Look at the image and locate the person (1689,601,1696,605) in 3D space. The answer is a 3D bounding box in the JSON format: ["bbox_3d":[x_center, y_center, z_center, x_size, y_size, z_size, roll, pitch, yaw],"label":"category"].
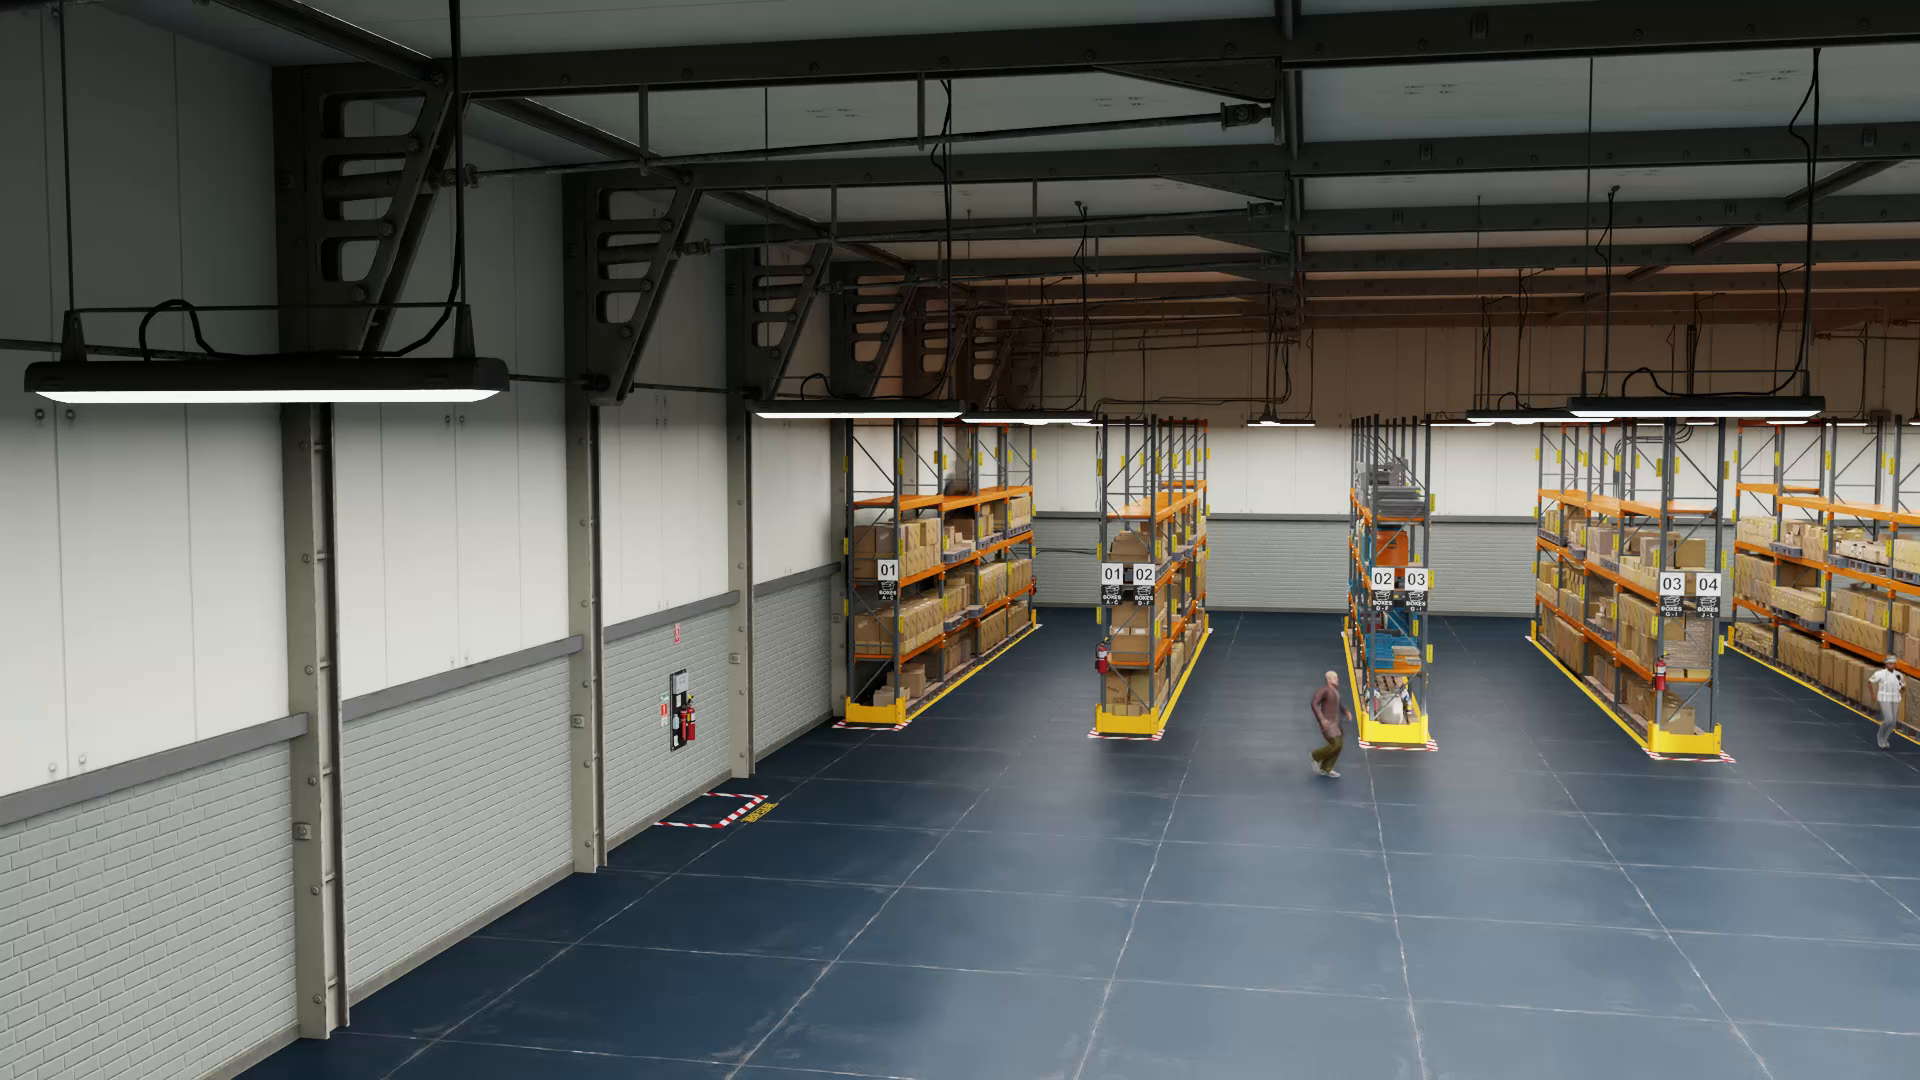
[{"bbox_3d":[19.185,1.946,44.144,0.677,1.707,0.646,3,5,37],"label":"person"}]

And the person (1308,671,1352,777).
[{"bbox_3d":[6.103,3.128,27.436,0.633,1.546,0.727,3,5,39],"label":"person"}]

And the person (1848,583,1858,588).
[{"bbox_3d":[24.119,1.955,44.701,0.742,1.611,0.539,1,4,18],"label":"person"}]

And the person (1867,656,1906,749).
[{"bbox_3d":[16.605,2.900,29.715,0.548,1.689,0.672,0,4,1],"label":"person"}]
